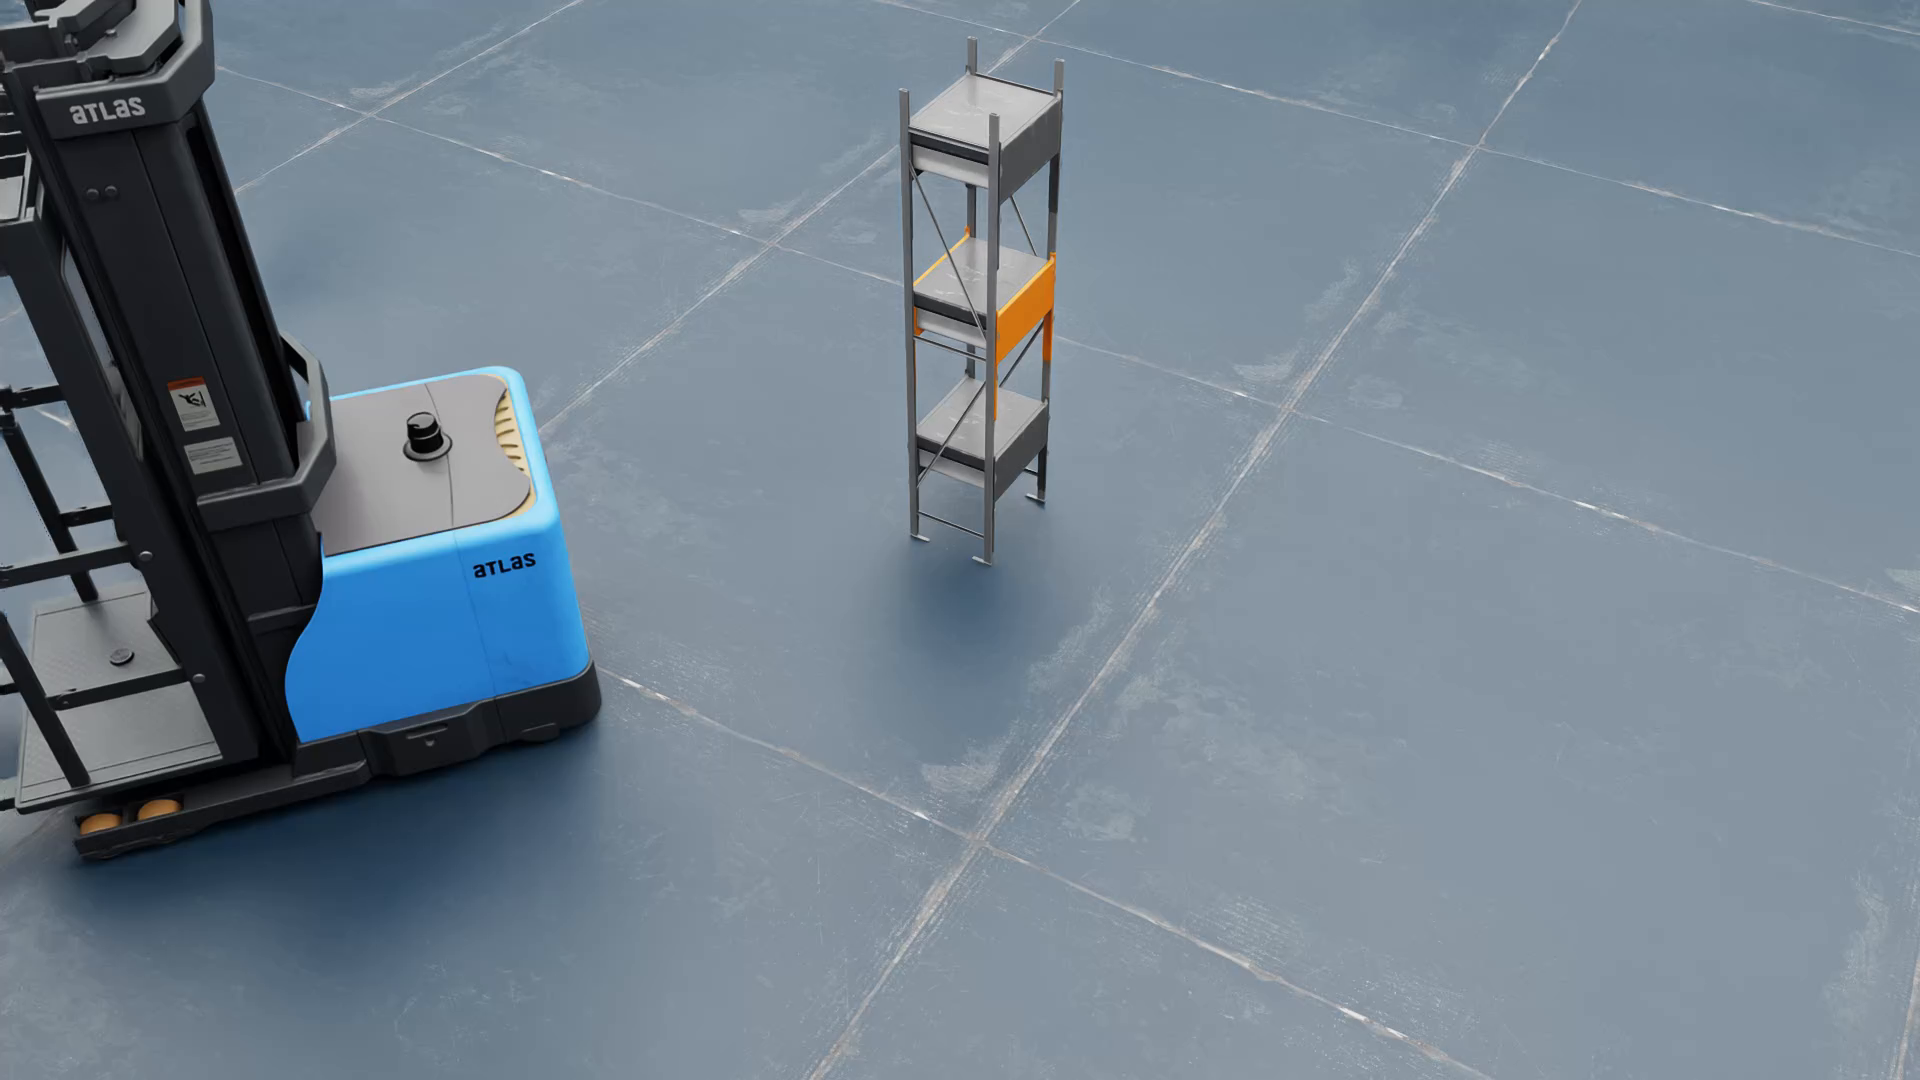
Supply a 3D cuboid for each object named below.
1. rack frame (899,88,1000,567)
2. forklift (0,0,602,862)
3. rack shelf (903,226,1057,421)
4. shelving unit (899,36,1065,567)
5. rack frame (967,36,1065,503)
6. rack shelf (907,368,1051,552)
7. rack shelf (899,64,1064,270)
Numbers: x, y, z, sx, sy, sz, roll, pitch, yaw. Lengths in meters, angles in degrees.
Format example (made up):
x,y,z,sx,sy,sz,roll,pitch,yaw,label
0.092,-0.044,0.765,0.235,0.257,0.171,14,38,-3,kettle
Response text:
x,y,z,sx,sy,sz,roll,pitch,yaw,label
-0.039,-0.743,6.505,0.400,2.100,0.015,21,45,22,rack frame
-2.957,-0.356,5.437,3.031,2.935,1.130,-13,43,-15,forklift
0.083,-0.872,6.673,0.431,0.518,0.480,21,45,22,rack shelf
0.083,-0.883,6.664,0.431,2.100,0.503,21,45,22,shelving unit
0.205,-1.022,6.822,0.400,2.100,0.015,21,45,22,rack frame
0.083,-0.347,7.135,0.431,0.518,0.480,21,45,22,rack shelf
0.083,-1.398,6.210,0.431,0.518,0.480,21,45,22,rack shelf
